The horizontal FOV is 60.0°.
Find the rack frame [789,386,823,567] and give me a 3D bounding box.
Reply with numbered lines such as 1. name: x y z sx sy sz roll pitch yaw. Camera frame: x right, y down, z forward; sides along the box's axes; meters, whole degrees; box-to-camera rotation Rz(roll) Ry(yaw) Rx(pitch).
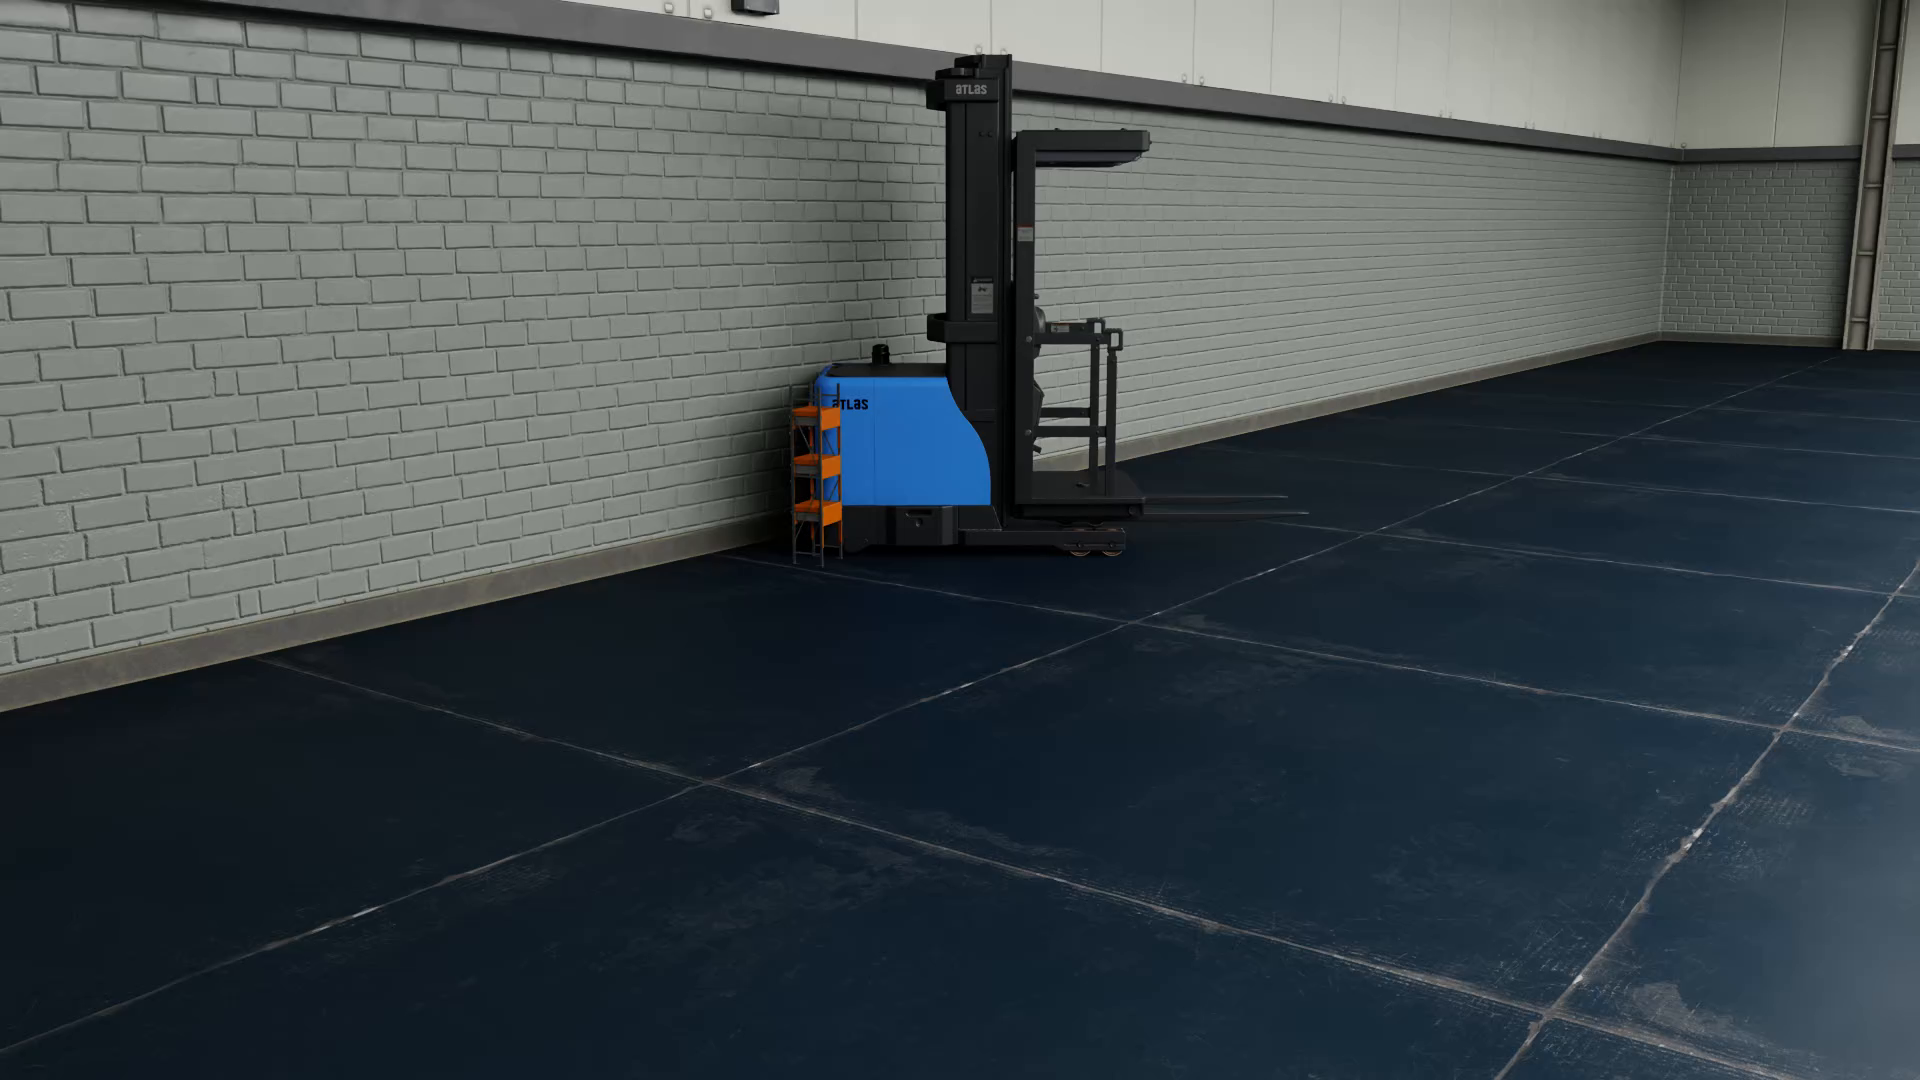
1. rack frame: -0.893 -0.367 9.663 0.200 1.050 0.008 5 12 23

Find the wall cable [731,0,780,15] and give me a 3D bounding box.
1. wall cable: -0.607 -6.229 10.083 0.169 6.003 2.305 8 13 36

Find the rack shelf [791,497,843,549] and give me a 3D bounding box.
1. rack shelf: -0.845 -0.105 9.828 0.215 0.259 0.240 5 12 23

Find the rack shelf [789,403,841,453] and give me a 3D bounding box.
1. rack shelf: -0.845 -0.657 9.721 0.215 0.259 0.240 5 12 23

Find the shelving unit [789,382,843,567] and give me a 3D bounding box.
1. shelving unit: -0.845 -0.388 9.773 0.215 1.050 0.252 5 12 23

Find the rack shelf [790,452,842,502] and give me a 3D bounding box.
1. rack shelf: -0.845 -0.378 9.775 0.215 0.259 0.240 5 12 23

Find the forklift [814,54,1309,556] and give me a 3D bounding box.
1. forklift: 0.625 -1.441 10.264 3.031 2.935 1.130 0 11 -1

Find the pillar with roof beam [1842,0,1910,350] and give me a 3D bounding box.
1. pillar with roof beam: 11.449 -6.738 21.664 0.400 9.000 9.100 8 13 36

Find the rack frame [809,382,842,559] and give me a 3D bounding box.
1. rack frame: -0.797 -0.410 9.883 0.200 1.050 0.008 5 12 23
